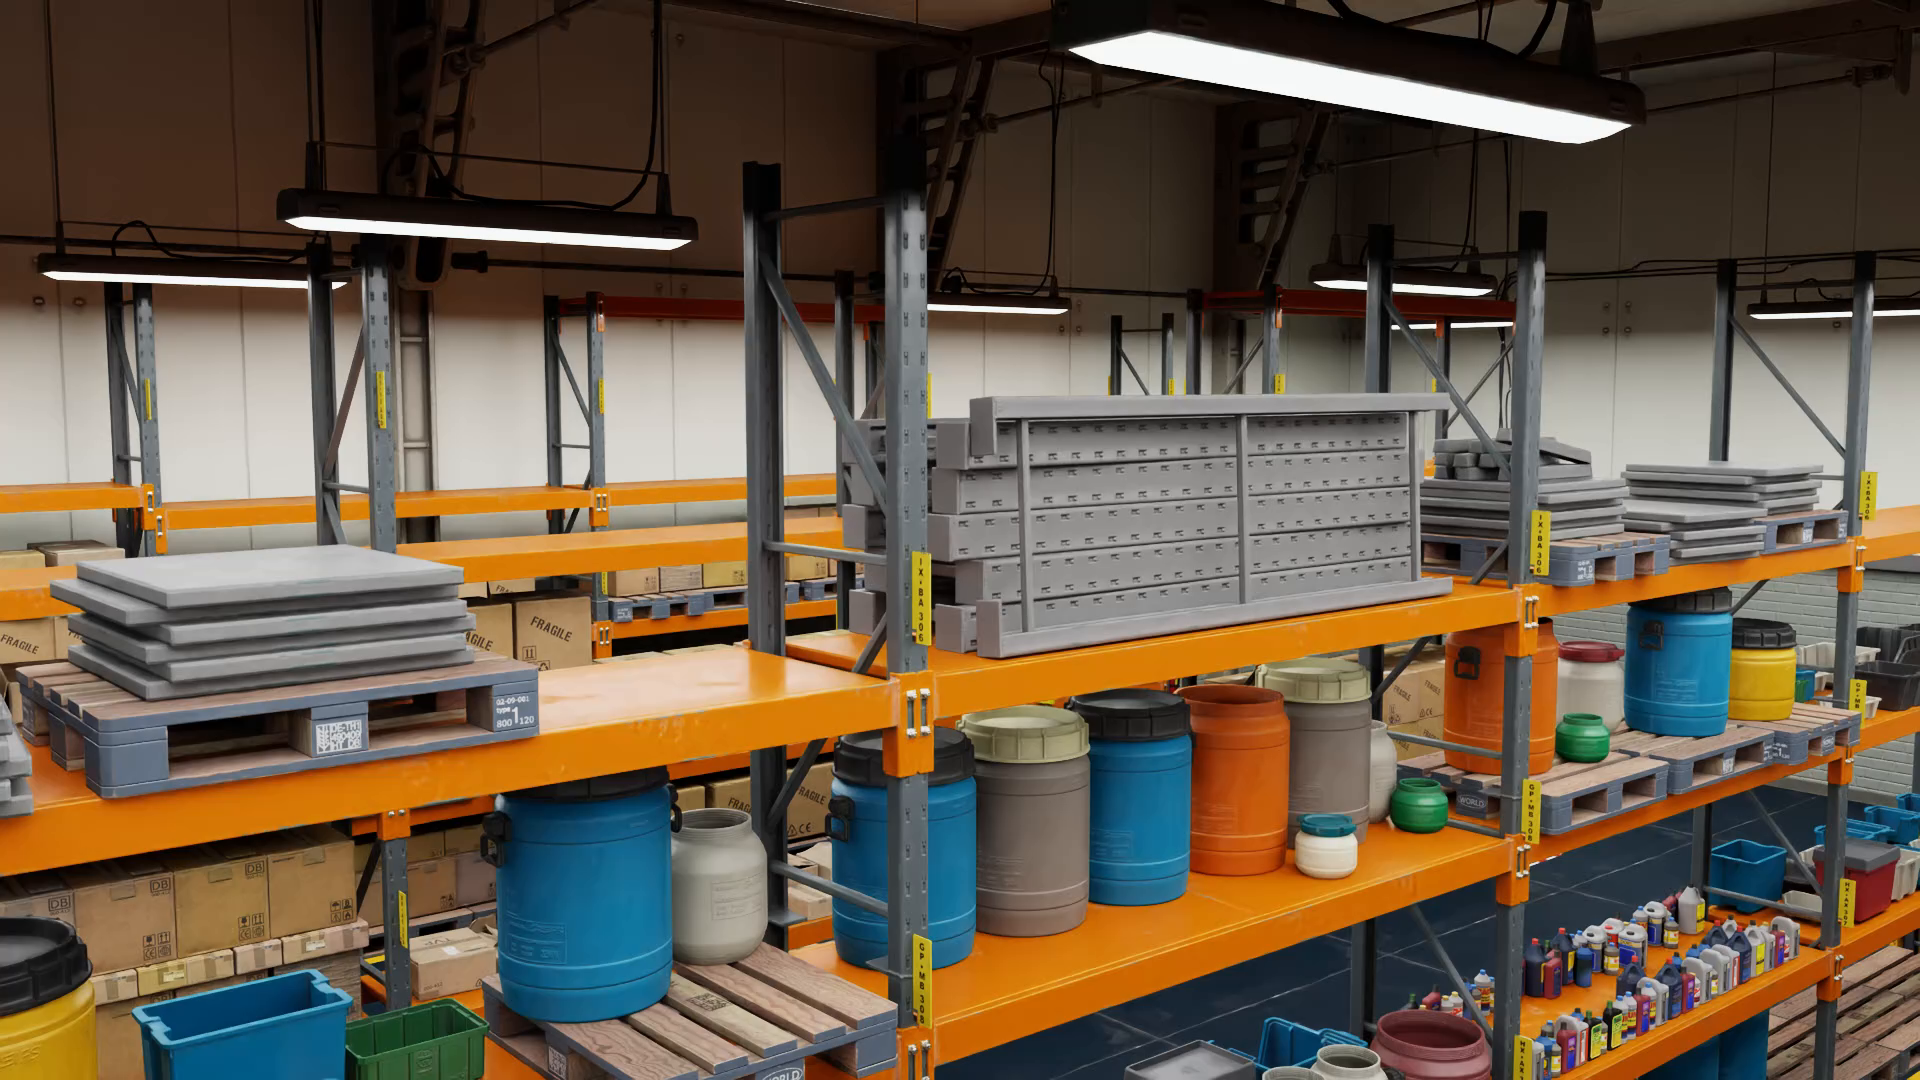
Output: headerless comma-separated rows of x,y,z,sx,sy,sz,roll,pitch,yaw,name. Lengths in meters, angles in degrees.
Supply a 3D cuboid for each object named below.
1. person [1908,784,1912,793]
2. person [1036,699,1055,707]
9.694,2.693,16.496,1.047,1.724,0.665,-2,6,-23,person
0.898,2.530,18.454,1.026,1.717,0.618,-5,7,-42,person
